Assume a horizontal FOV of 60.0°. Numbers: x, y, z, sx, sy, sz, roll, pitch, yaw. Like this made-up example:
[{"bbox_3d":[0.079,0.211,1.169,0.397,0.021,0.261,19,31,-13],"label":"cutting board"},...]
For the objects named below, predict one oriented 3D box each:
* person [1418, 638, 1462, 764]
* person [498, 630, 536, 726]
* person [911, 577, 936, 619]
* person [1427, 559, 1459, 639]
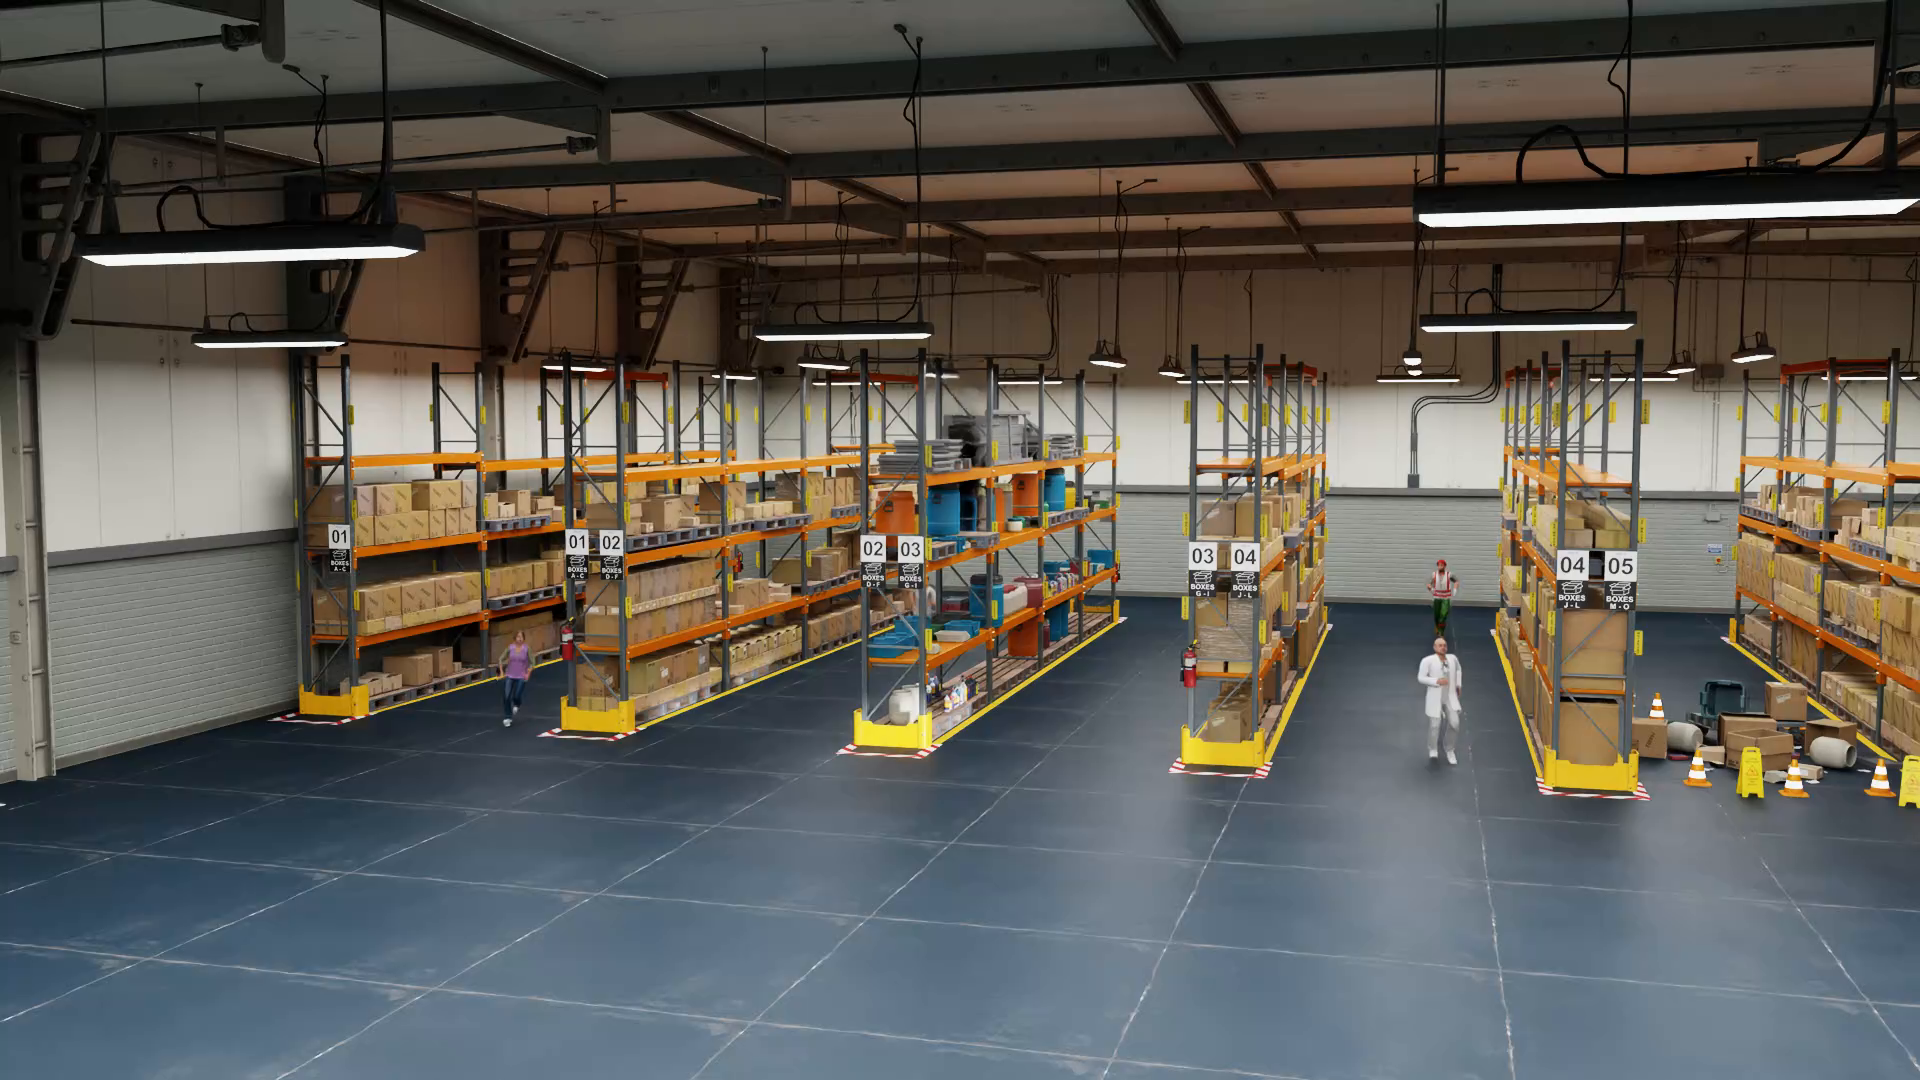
[{"bbox_3d":[6.945,2.328,23.974,0.720,1.828,0.738,0,4,-3],"label":"person"},{"bbox_3d":[-7.181,2.226,26.937,0.586,1.542,0.474,0,4,-4],"label":"person"},{"bbox_3d":[-0.718,1.509,32.532,0.545,1.757,0.750,1,4,8],"label":"person"},{"bbox_3d":[10.779,1.323,37.181,0.668,1.789,0.942,2,5,25],"label":"person"}]
